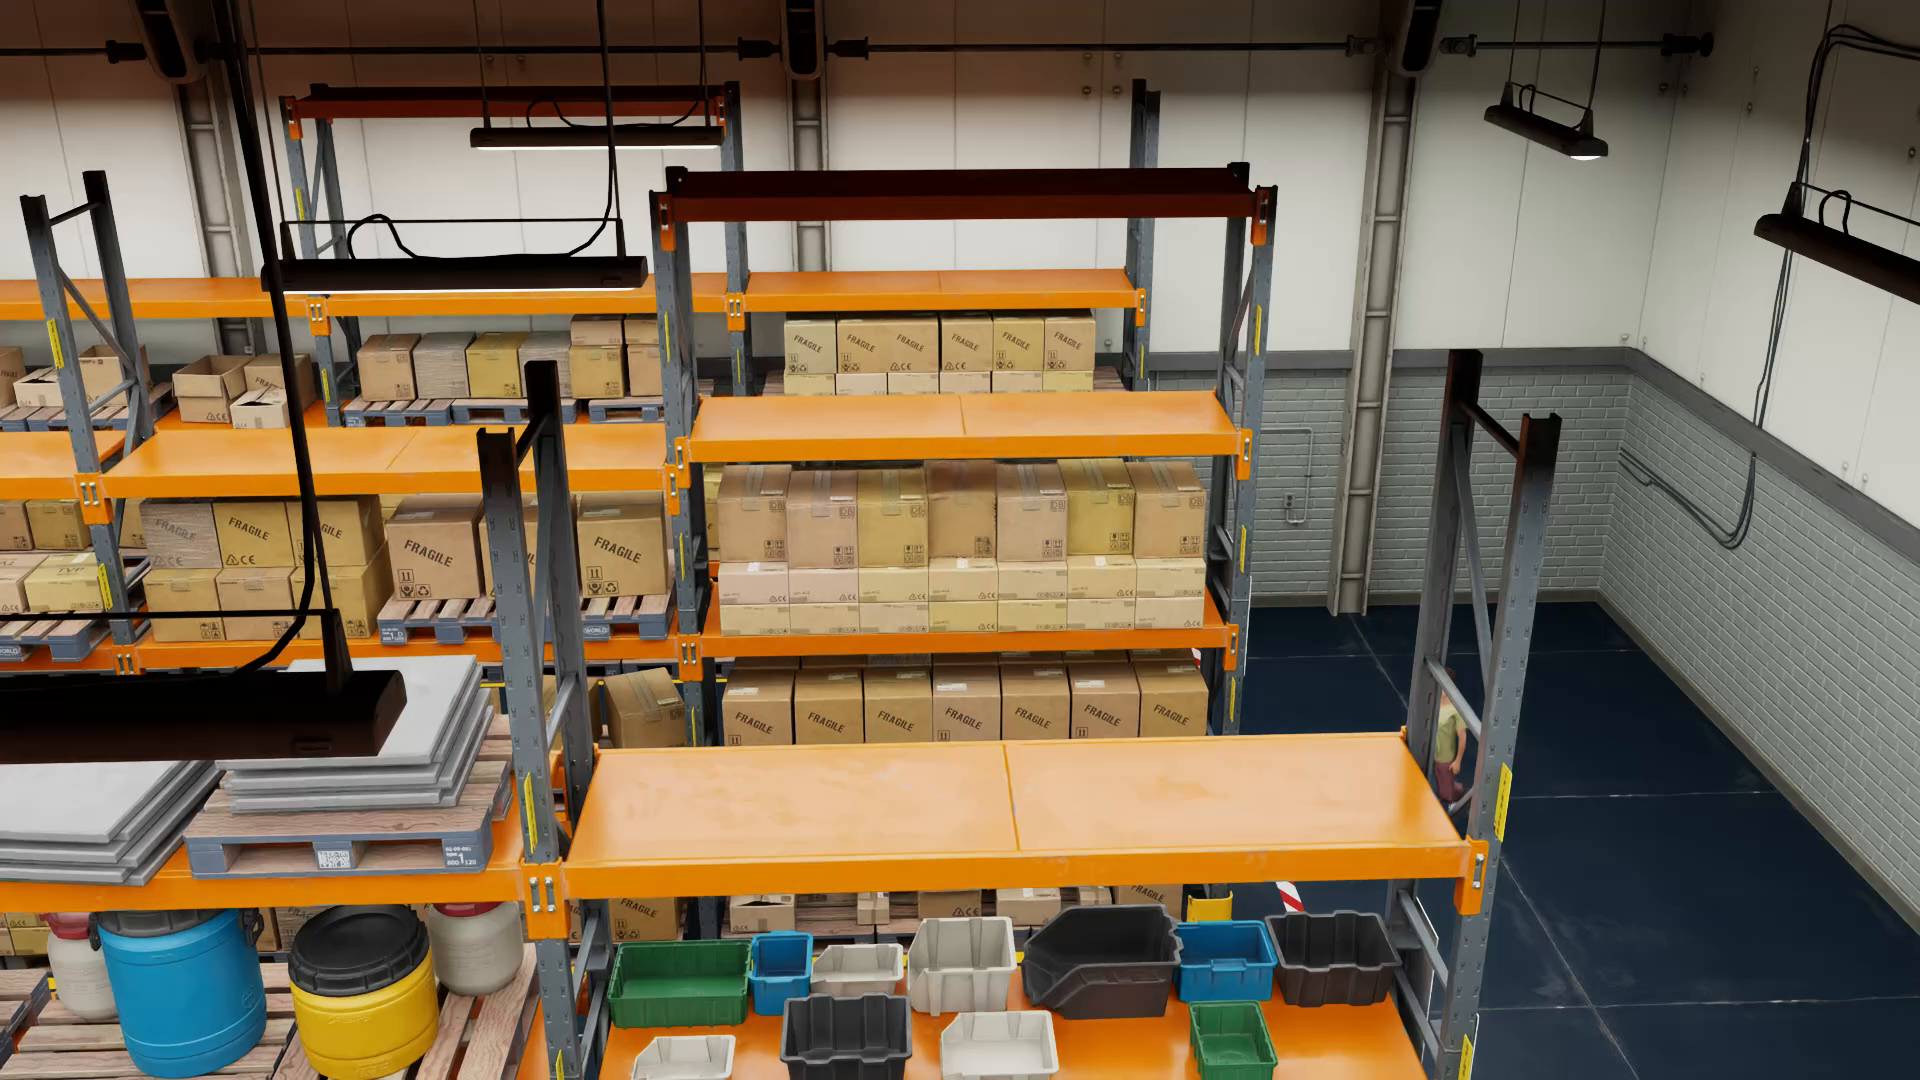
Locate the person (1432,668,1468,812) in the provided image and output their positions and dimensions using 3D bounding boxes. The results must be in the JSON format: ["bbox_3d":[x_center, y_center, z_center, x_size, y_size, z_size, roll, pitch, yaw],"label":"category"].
[{"bbox_3d":[4.186,1.835,14.435,0.449,1.637,0.853,16,27,34],"label":"person"}]
